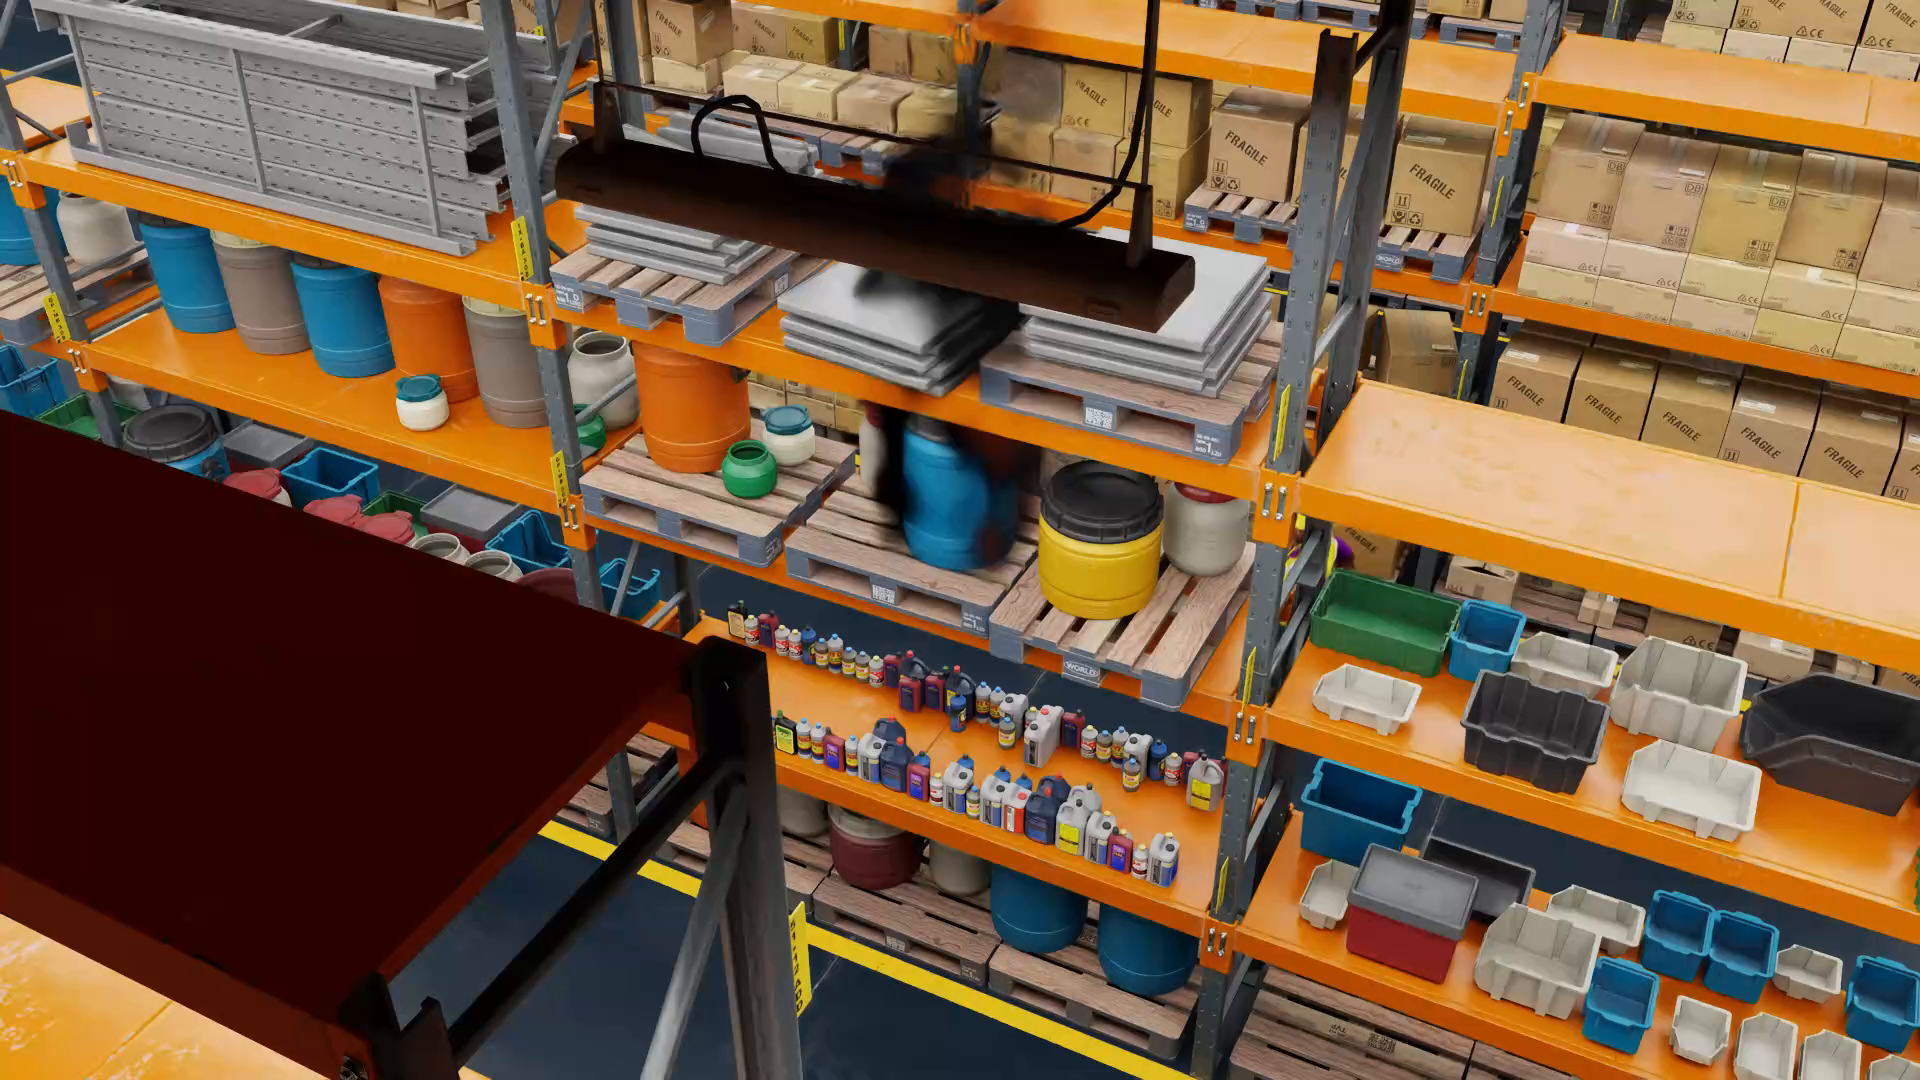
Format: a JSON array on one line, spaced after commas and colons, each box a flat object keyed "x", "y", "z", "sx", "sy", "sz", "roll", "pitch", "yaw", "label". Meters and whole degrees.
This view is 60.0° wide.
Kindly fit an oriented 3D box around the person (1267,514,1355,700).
[{"x": 2.357, "y": 0.549, "z": 11.564, "sx": 0.770, "sy": 1.831, "sz": 0.671, "roll": 9, "pitch": 36, "yaw": 12, "label": "person"}]

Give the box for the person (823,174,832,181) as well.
[{"x": -1.478, "y": -3.196, "z": 17.044, "sx": 0.815, "sy": 1.606, "sz": 0.526, "roll": 17, "pitch": 38, "yaw": 22, "label": "person"}]

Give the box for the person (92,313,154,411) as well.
[{"x": -7.130, "y": -1.364, "z": 14.312, "sx": 0.800, "sy": 1.863, "sz": 0.626, "roll": 18, "pitch": 39, "yaw": 24, "label": "person"}]
